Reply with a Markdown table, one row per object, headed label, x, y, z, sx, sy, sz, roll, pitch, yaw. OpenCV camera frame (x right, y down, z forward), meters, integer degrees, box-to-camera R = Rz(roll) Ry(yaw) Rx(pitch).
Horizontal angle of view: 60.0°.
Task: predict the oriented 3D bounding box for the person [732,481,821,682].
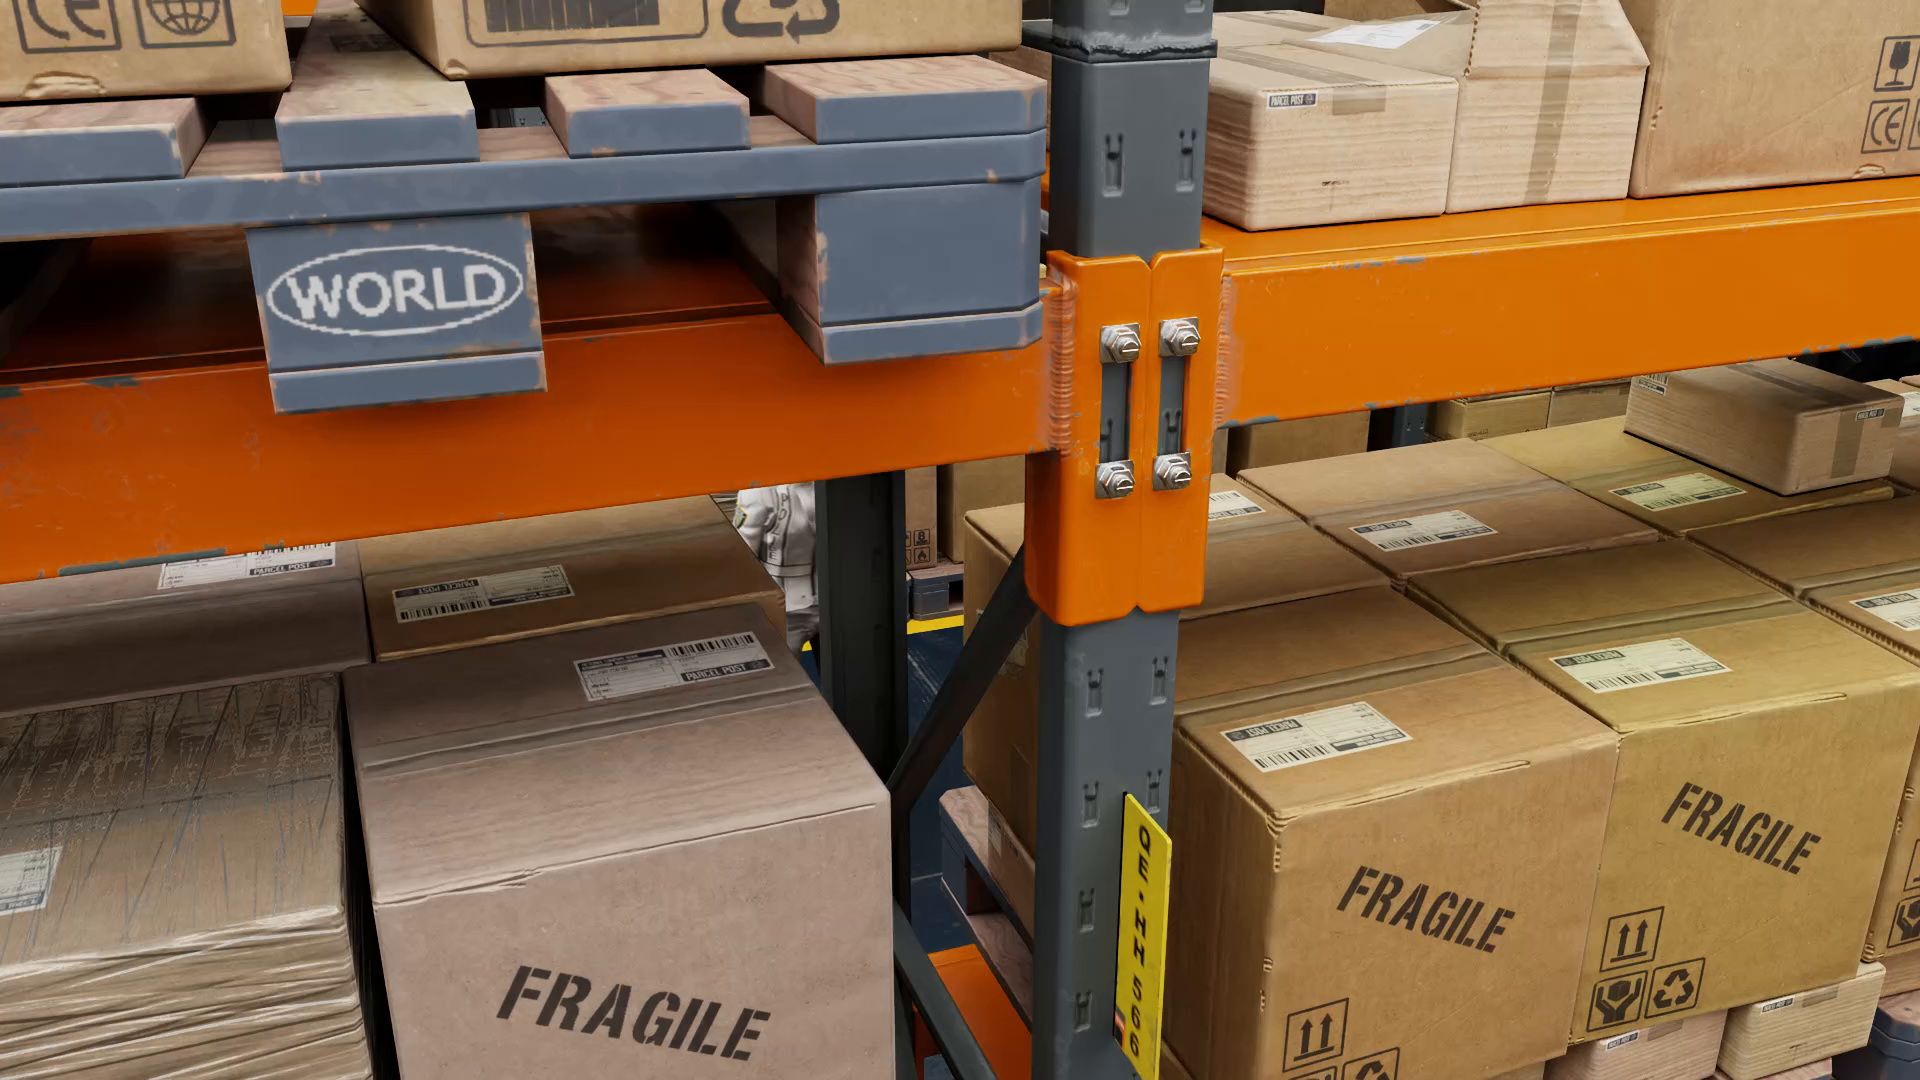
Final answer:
| label | x | y | z | sx | sy | sz | roll | pitch | yaw |
| --- | --- | --- | --- | --- | --- | --- | --- | --- | --- |
| person | -0.494 | 0.259 | 5.469 | 0.537 | 1.663 | 0.378 | -9 | 24 | -20 |
